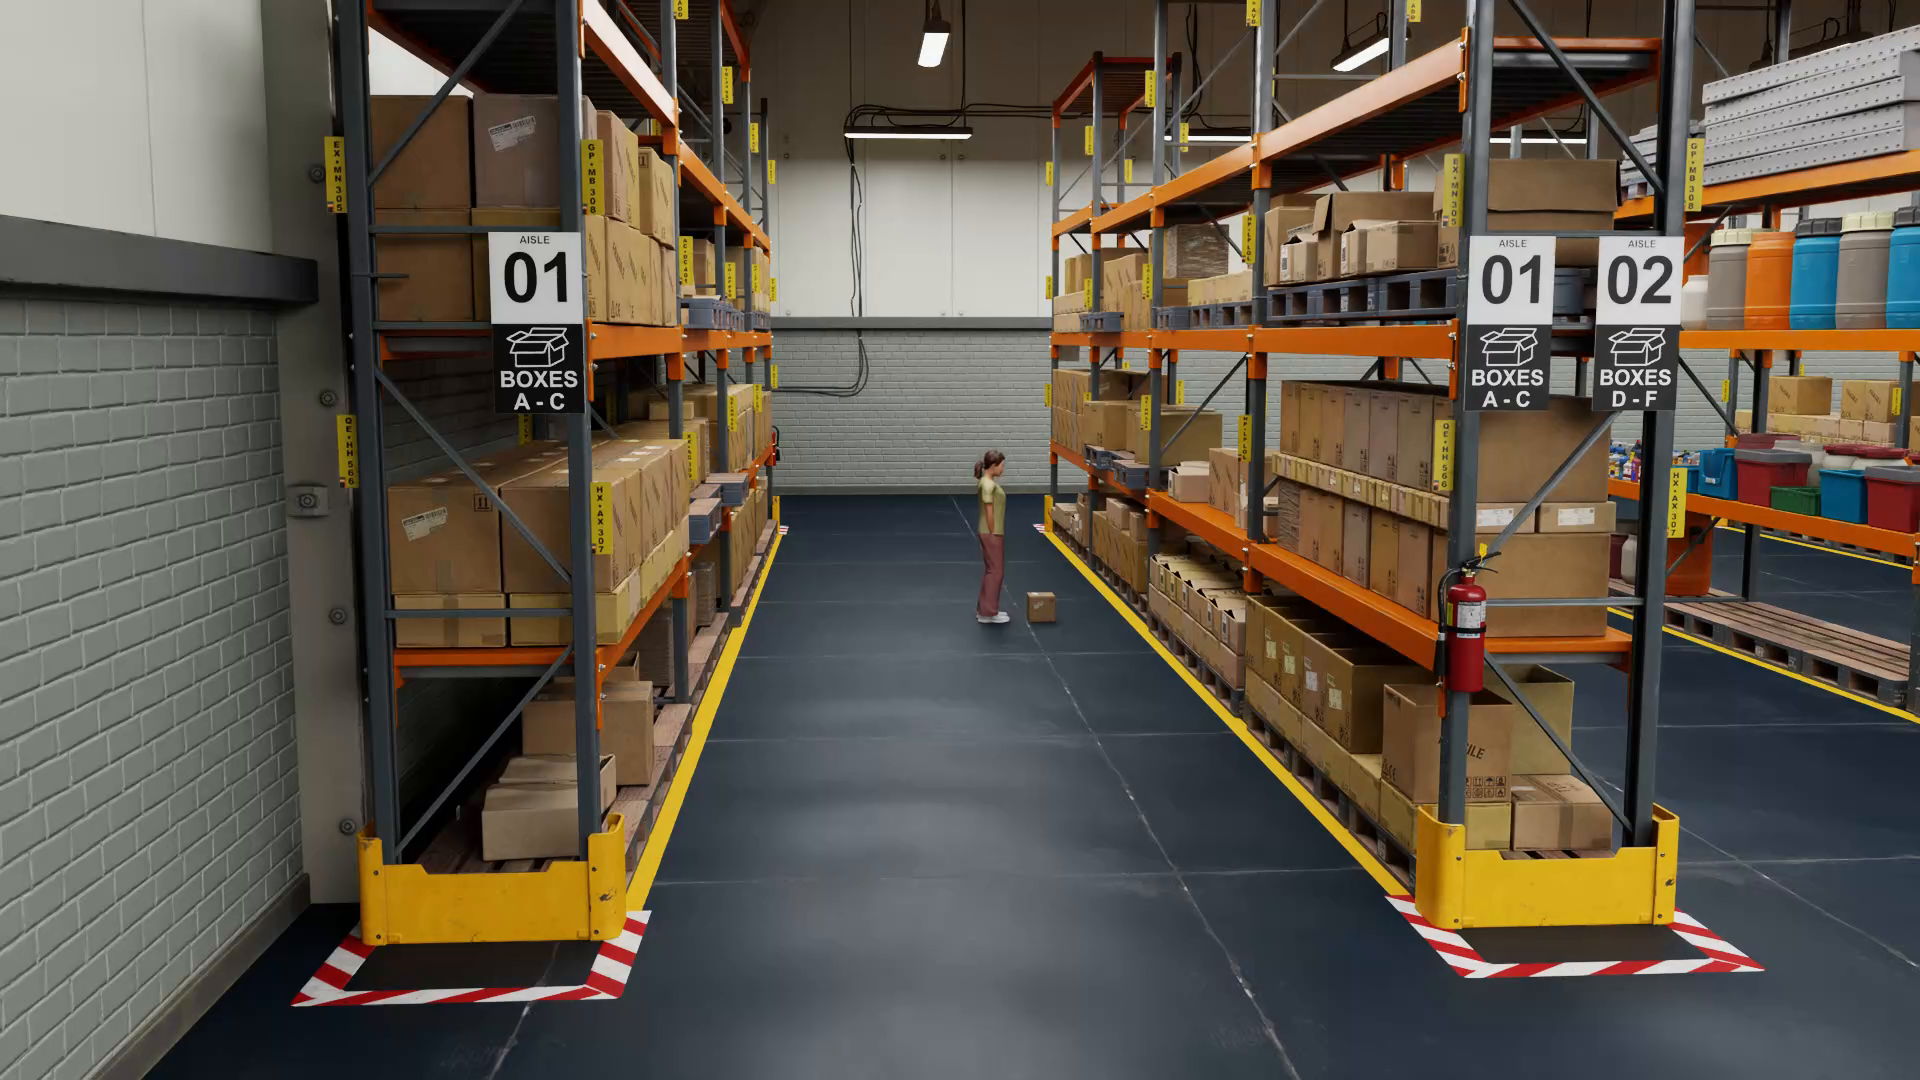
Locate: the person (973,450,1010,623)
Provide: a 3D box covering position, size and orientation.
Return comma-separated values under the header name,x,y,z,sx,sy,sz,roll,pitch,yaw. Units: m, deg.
name,x,y,z,sx,sy,sz,roll,pitch,yaw
person,0.296,-0.042,16.147,0.359,1.670,0.447,0,7,-3
